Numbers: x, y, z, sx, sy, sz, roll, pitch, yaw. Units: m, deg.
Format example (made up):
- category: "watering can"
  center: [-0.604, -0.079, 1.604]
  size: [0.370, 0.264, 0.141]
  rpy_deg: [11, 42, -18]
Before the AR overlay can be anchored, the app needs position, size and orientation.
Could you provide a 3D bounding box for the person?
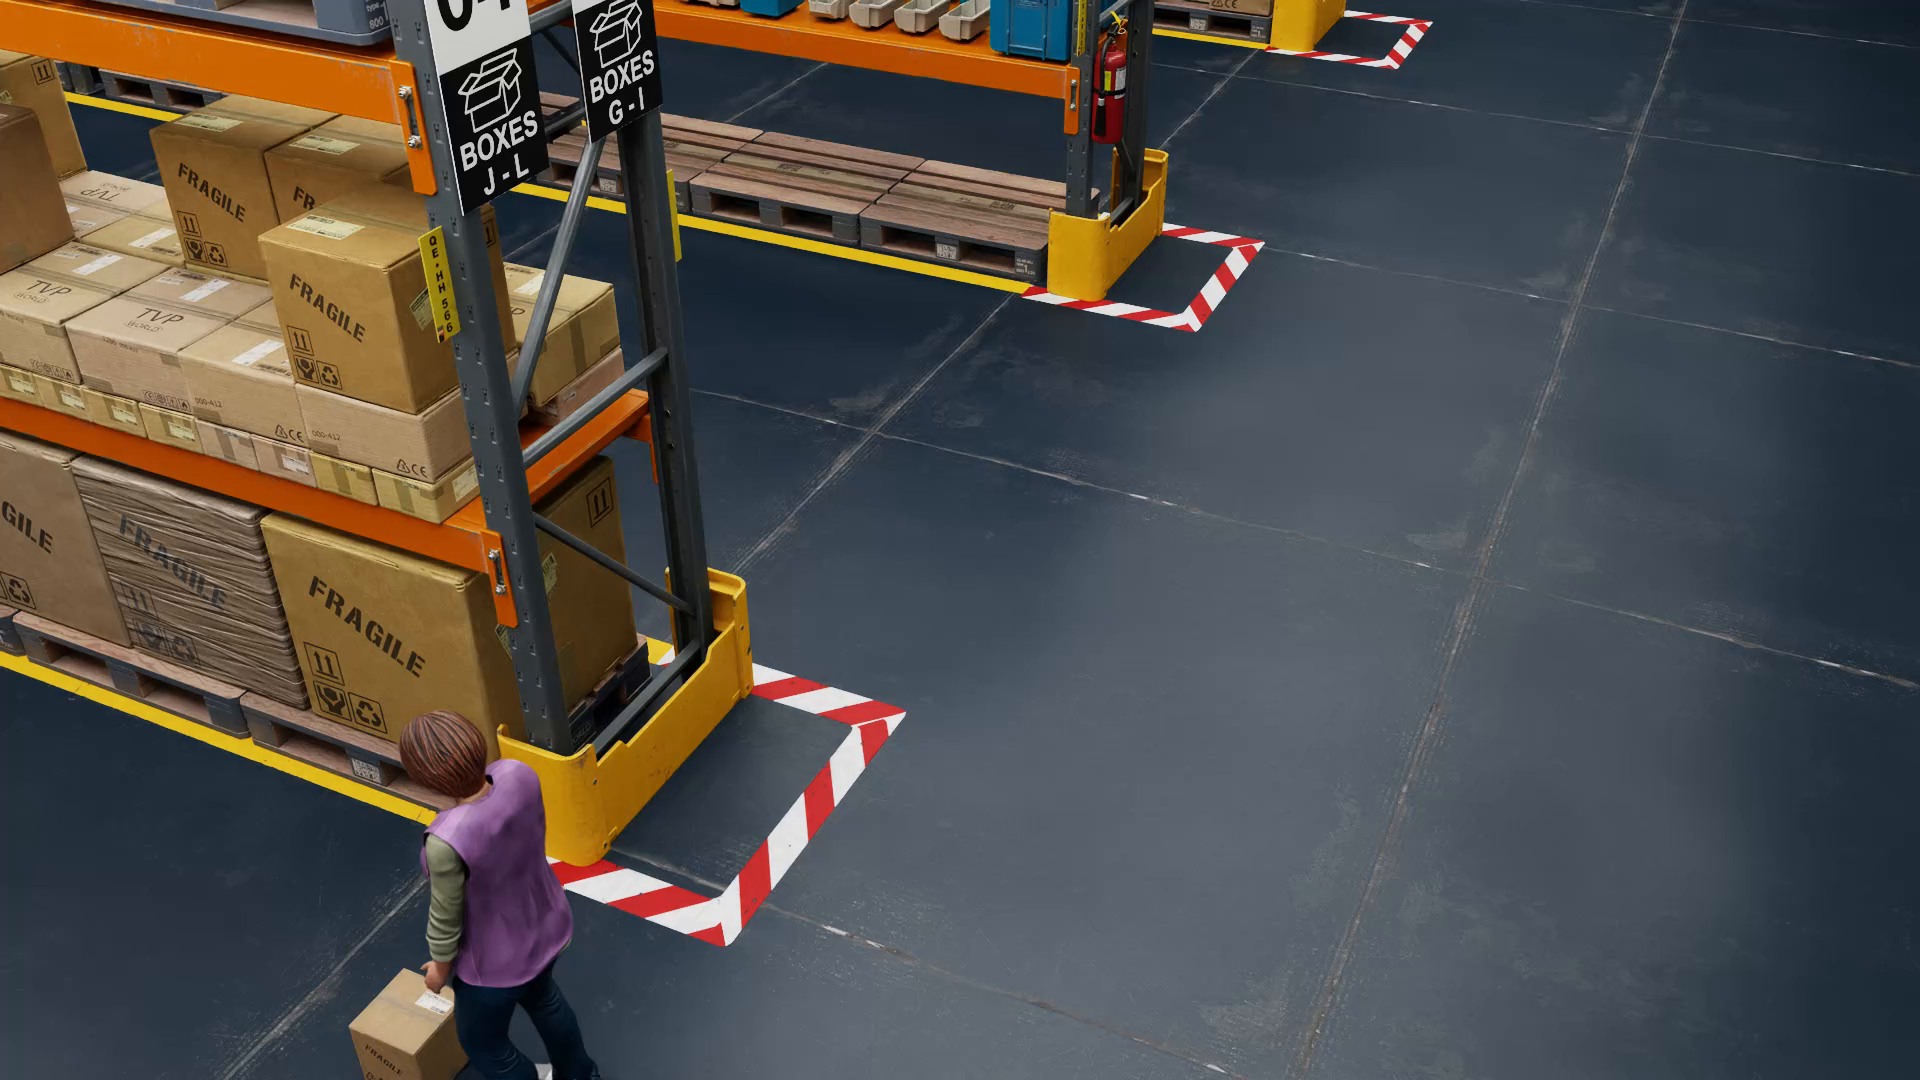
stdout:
- category: "person"
  center: [-1.251, 1.118, 4.544]
  size: [0.340, 1.562, 0.417]
  rpy_deg: [15, 37, 21]
